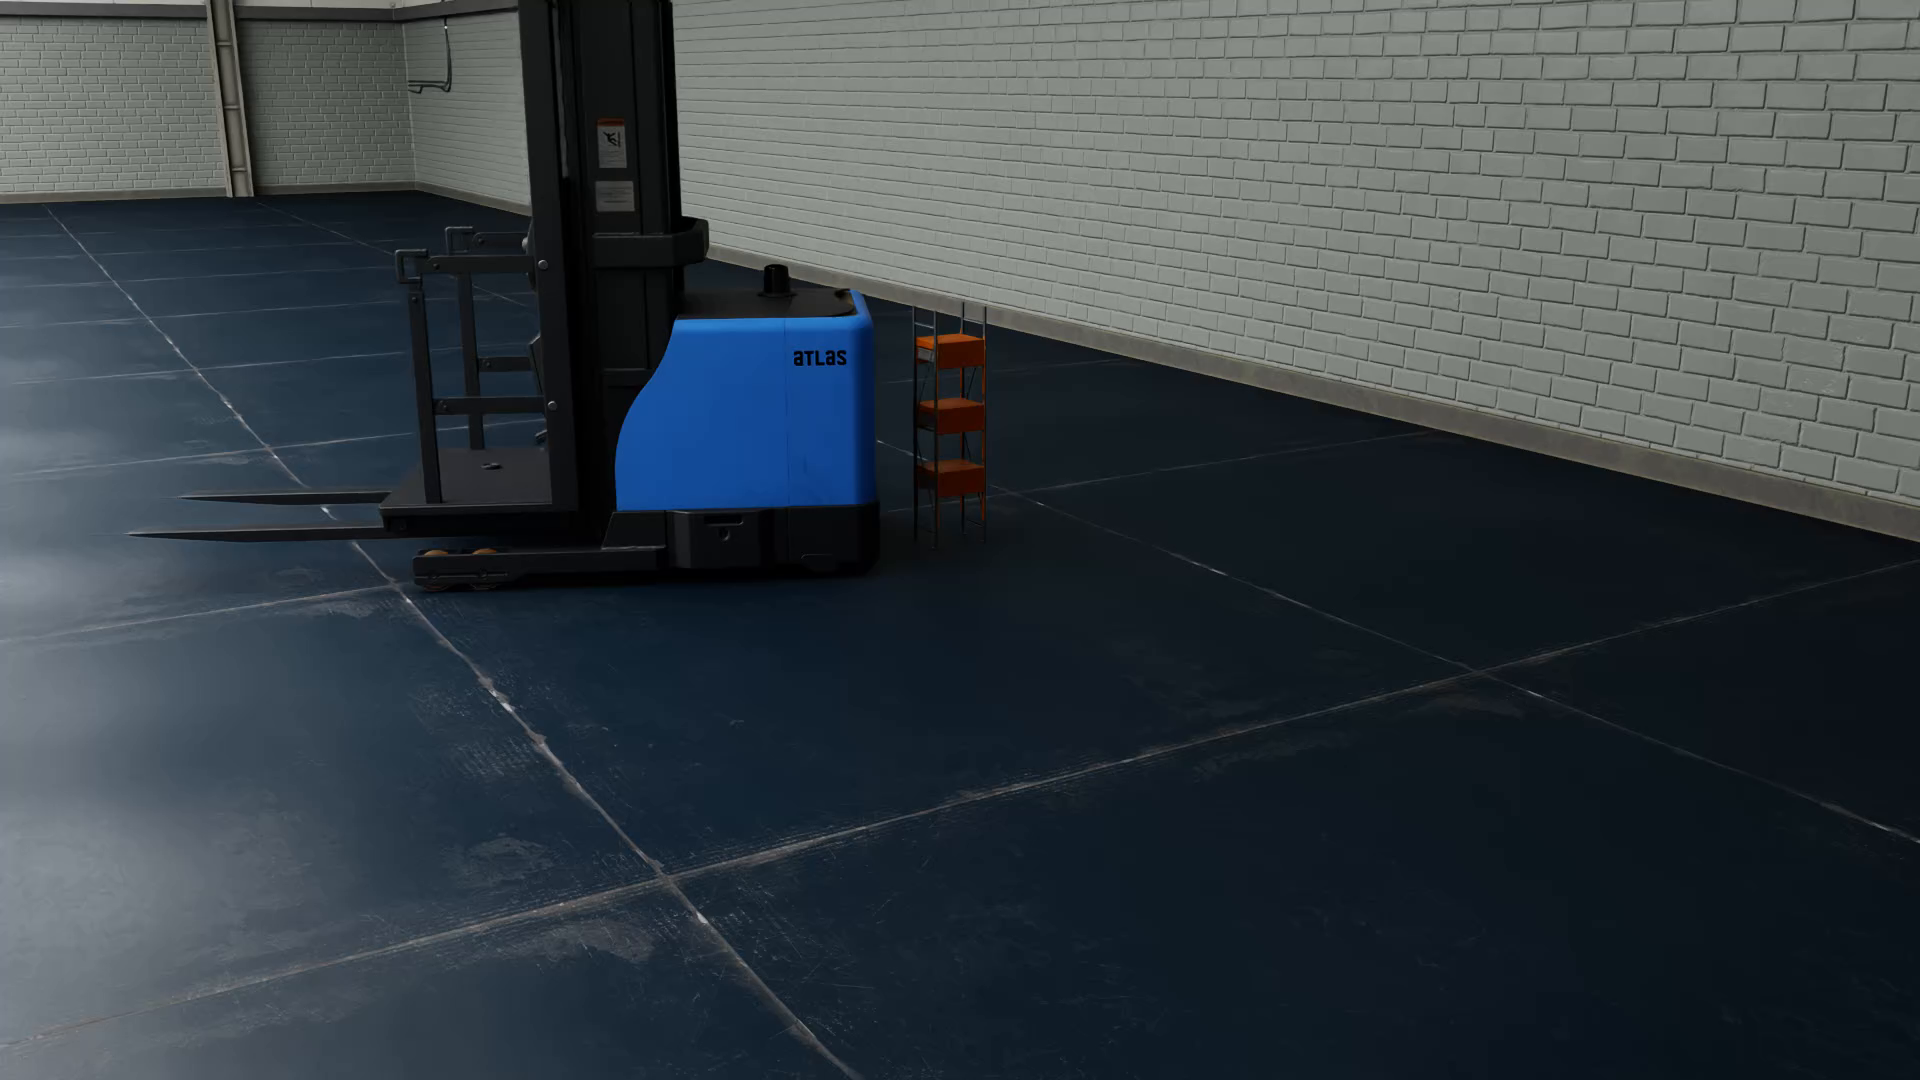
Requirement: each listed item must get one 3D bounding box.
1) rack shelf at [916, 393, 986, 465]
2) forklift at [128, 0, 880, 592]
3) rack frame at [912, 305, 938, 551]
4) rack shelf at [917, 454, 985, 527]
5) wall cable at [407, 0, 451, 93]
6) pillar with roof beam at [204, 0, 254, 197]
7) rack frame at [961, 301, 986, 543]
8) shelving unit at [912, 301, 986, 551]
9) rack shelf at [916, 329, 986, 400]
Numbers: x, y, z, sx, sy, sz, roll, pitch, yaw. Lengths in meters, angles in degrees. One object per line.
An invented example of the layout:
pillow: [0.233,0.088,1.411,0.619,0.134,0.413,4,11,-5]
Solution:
rack shelf: [-0.046,-0.488,7.275,0.240,0.259,0.215,-9,18,-30]
forklift: [-1.885,-1.353,6.836,3.031,2.935,1.130,-2,16,-6]
rack frame: [-0.150,-0.481,7.212,0.008,1.050,0.200,-9,18,-30]
rack shelf: [-0.046,-0.220,7.350,0.240,0.259,0.215,-9,18,-30]
wall cable: [-9.058,-8.801,27.919,0.112,2.526,3.097,-9,18,-30]
pillar with roof beam: [-10.047,-9.197,23.577,0.400,9.000,9.100,-9,18,-30]
rack frame: [0.059,-0.515,7.333,0.008,1.050,0.200,-9,18,-30]
shelving unit: [-0.046,-0.498,7.272,0.252,1.050,0.215,-9,18,-30]
rack shelf: [-0.046,-0.761,7.199,0.240,0.259,0.215,-9,18,-30]
